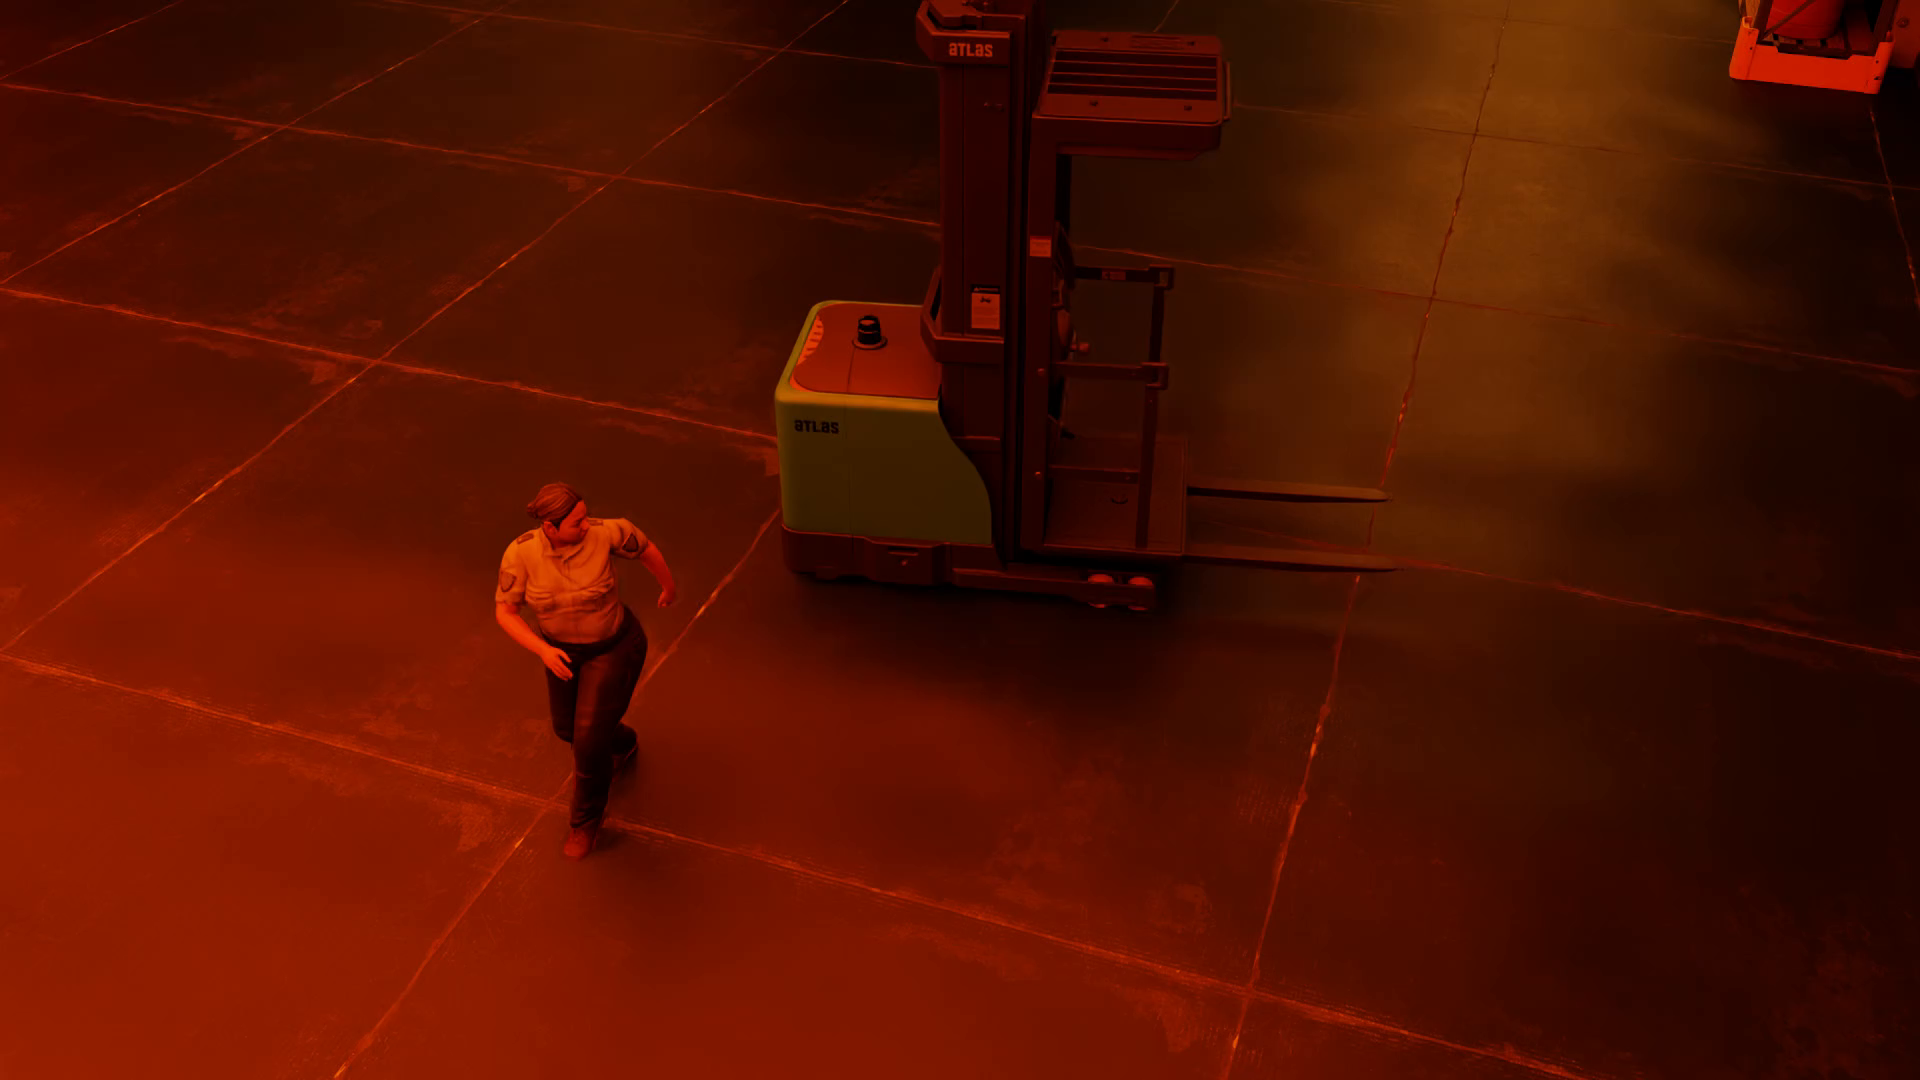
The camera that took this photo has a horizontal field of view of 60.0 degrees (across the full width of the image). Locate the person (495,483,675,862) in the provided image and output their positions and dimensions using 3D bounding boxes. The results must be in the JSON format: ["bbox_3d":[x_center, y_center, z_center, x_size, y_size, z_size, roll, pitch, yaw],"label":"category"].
[{"bbox_3d":[-1.515,0.458,6.675,0.518,1.631,0.851,9,36,13],"label":"person"}]

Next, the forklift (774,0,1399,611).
[{"bbox_3d":[0.667,-1.176,7.770,3.031,2.935,1.130,4,36,6],"label":"forklift"}]
